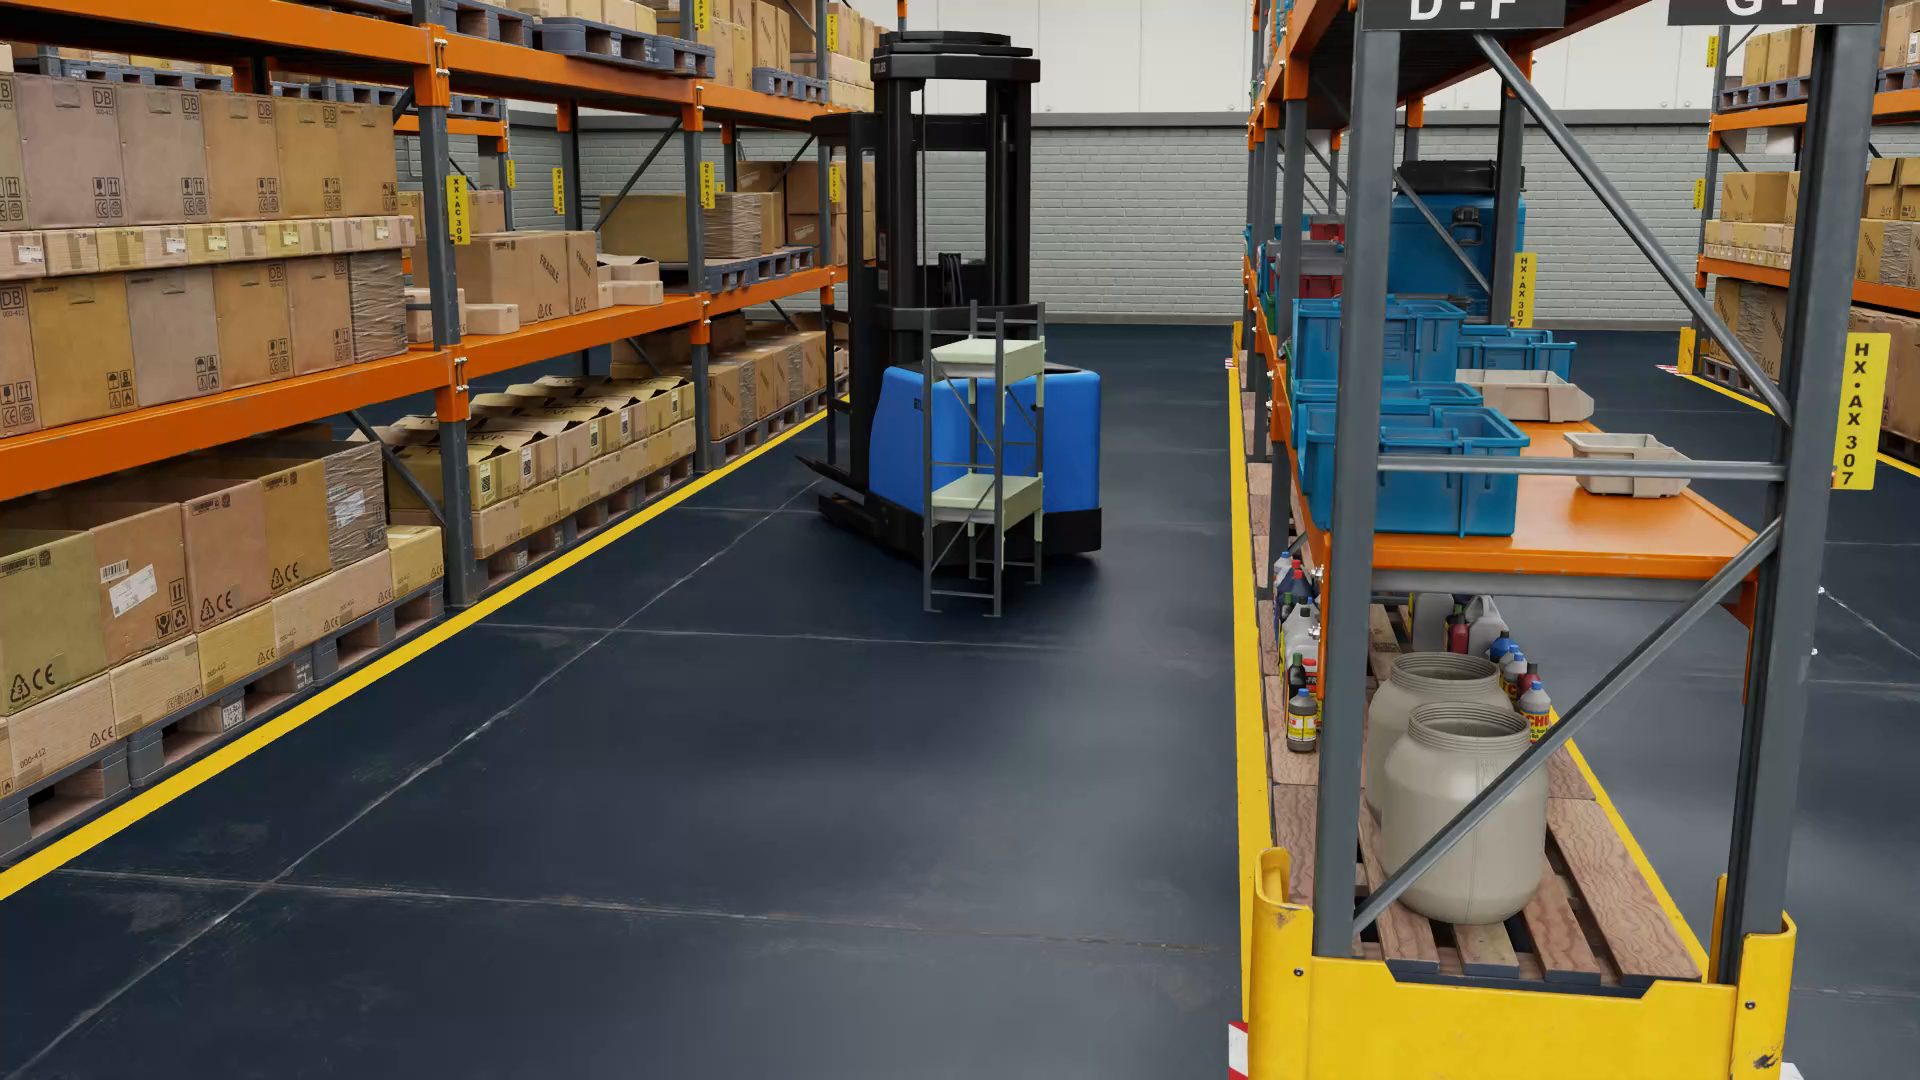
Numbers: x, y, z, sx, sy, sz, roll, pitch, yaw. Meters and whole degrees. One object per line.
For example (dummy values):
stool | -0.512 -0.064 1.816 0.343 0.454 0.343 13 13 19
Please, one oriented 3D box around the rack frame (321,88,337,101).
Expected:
rack frame | -6.628 -2.969 16.648 1.000 3.000 0.127 2 12 9

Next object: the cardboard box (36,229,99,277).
cardboard box | -3.148 -0.967 5.581 0.380 0.149 0.250 1 12 7

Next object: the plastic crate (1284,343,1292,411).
plastic crate | 1.443 -0.605 6.185 0.450 0.188 0.662 2 12 9

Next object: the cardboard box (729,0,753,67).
cardboard box | -2.085 -4.198 13.761 0.600 0.600 0.600 1 12 6

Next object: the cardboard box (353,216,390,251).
cardboard box | -2.833 -1.395 7.567 0.380 0.149 0.250 2 12 7

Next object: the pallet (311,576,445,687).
pallet | -3.126 0.384 7.711 1.003 0.211 1.213 2 12 9

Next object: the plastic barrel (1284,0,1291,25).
plastic barrel | 1.795 -2.807 7.586 0.600 0.901 0.708 2 12 9

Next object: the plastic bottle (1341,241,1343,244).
plastic bottle | 3.003 -2.169 13.056 0.144 0.351 0.185 2 12 9

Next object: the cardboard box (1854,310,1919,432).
cardboard box | 7.840 -1.334 13.109 1.225 0.875 0.875 1 12 7

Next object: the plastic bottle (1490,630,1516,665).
plastic bottle | 2.002 0.467 6.137 0.097 0.271 0.097 0 12 0

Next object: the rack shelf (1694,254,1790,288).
rack shelf | 8.363 -2.552 16.422 1.077 0.370 4.000 2 12 9

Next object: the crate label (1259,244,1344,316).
crate label | 2.126 -1.634 10.372 0.502 0.435 0.616 2 12 9

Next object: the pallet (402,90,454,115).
pallet | -6.302 -4.815 18.305 1.003 0.211 1.213 2 12 9

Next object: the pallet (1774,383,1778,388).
pallet | 8.250 -1.280 15.431 1.003 0.211 1.213 2 12 9

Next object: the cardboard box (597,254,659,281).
cardboard box | -2.447 -1.858 11.708 0.500 0.311 0.500 3 12 12

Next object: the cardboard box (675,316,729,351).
cardboard box | -2.278 -1.763 14.164 0.500 0.250 0.500 2 12 8

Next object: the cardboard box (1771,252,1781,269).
cardboard box | 7.937 -2.653 15.778 0.380 0.149 0.250 2 12 10

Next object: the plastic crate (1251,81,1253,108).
plastic crate | 3.131 -4.437 16.624 0.437 0.282 0.530 2 12 9

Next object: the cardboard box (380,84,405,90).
cardboard box | -6.168 -4.857 17.411 0.500 0.250 0.500 2 12 7

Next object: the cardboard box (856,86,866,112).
cardboard box | -1.254 -4.503 17.004 0.500 0.250 0.500 2 12 9

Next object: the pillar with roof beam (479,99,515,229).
pillar with roof beam | -2.198 -7.185 21.971 9.100 9.000 0.400 2 12 9

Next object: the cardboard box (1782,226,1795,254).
cardboard box | 7.941 -2.767 15.365 0.500 0.250 0.500 2 12 10

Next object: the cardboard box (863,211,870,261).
cardboard box | -1.230 -3.166 17.326 0.500 0.500 0.500 2 12 8

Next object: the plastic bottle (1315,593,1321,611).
plastic bottle | 1.494 0.325 6.797 0.097 0.271 0.097 0 12 0

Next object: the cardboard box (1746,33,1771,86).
cardboard box | 8.438 -4.866 16.861 0.700 0.500 0.500 1 12 7

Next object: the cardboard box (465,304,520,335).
cardboard box | -2.624 -1.199 9.031 0.380 0.149 0.250 2 12 9

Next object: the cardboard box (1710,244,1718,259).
cardboard box | 8.252 -3.080 17.763 0.380 0.149 0.250 2 12 8

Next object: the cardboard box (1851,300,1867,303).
cardboard box | 8.236 -1.789 15.219 0.875 0.875 0.875 2 12 9

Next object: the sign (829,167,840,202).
sign | -1.183 -3.358 15.705 0.100 0.325 0.005 2 12 9

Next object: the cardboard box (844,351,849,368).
cardboard box | -1.331 -1.900 17.369 0.380 0.166 0.250 2 12 9

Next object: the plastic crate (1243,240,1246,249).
plastic crate | 3.282 -3.276 18.557 0.250 0.136 0.298 2 12 9

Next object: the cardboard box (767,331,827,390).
cardboard box | -1.525 -1.690 15.604 0.500 0.500 0.500 2 12 8

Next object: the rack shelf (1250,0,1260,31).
rack shelf | 3.469 -5.449 16.576 1.077 0.370 4.000 2 12 9

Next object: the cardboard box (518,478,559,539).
cardboard box | -2.576 -0.187 9.271 0.500 0.250 0.500 2 12 10

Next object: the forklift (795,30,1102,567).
forklift | -0.251 -1.554 10.249 1.130 2.935 3.031 -5 13 -23

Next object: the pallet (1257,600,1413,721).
pallet | 1.787 0.519 7.083 1.003 0.211 1.213 2 12 9

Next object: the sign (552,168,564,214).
sign | -2.885 -2.519 12.002 0.100 0.325 0.005 2 12 9

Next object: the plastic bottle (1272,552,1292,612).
plastic bottle | 1.449 0.189 7.430 0.097 0.271 0.097 0 12 0

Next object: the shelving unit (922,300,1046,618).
shelving unit | 0.129 -0.436 8.456 0.431 1.500 0.755 4 13 18

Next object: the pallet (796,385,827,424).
pallet | -1.820 -1.275 15.409 1.003 0.211 1.213 2 12 9

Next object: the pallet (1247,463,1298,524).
pallet | 2.389 -0.292 10.846 1.003 0.211 1.213 2 12 9

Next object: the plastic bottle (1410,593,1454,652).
plastic bottle | 1.937 0.318 6.819 0.152 0.276 0.135 2 12 9

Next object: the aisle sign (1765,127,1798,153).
aisle sign | 8.978 -4.596 18.028 0.394 0.787 0.004 2 12 9

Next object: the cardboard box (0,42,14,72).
cardboard box | -7.087 -3.410 11.740 0.500 0.311 0.500 2 12 9

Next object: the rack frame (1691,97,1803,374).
rack frame | 8.671 -3.320 18.278 1.000 3.000 0.127 2 12 9

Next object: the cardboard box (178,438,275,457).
cardboard box | -3.413 -0.181 7.461 0.500 0.500 0.500 2 12 9

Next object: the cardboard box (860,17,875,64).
cardboard box | -1.312 -5.329 17.871 0.700 0.500 0.500 2 12 9

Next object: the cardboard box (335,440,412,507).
cardboard box | -3.184 -0.372 8.800 0.500 0.311 0.500 2 12 9

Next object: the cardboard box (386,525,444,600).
cardboard box | -2.818 0.099 7.944 0.500 0.250 0.500 2 12 9

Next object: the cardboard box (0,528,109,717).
cardboard box | -3.201 0.253 5.450 0.500 0.500 0.500 2 12 9

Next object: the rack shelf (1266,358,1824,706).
rack shelf | 1.623 -0.214 5.575 1.077 0.370 4.000 2 12 9

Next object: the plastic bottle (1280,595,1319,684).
plastic bottle | 1.302 0.380 6.354 0.144 0.351 0.185 2 12 8
